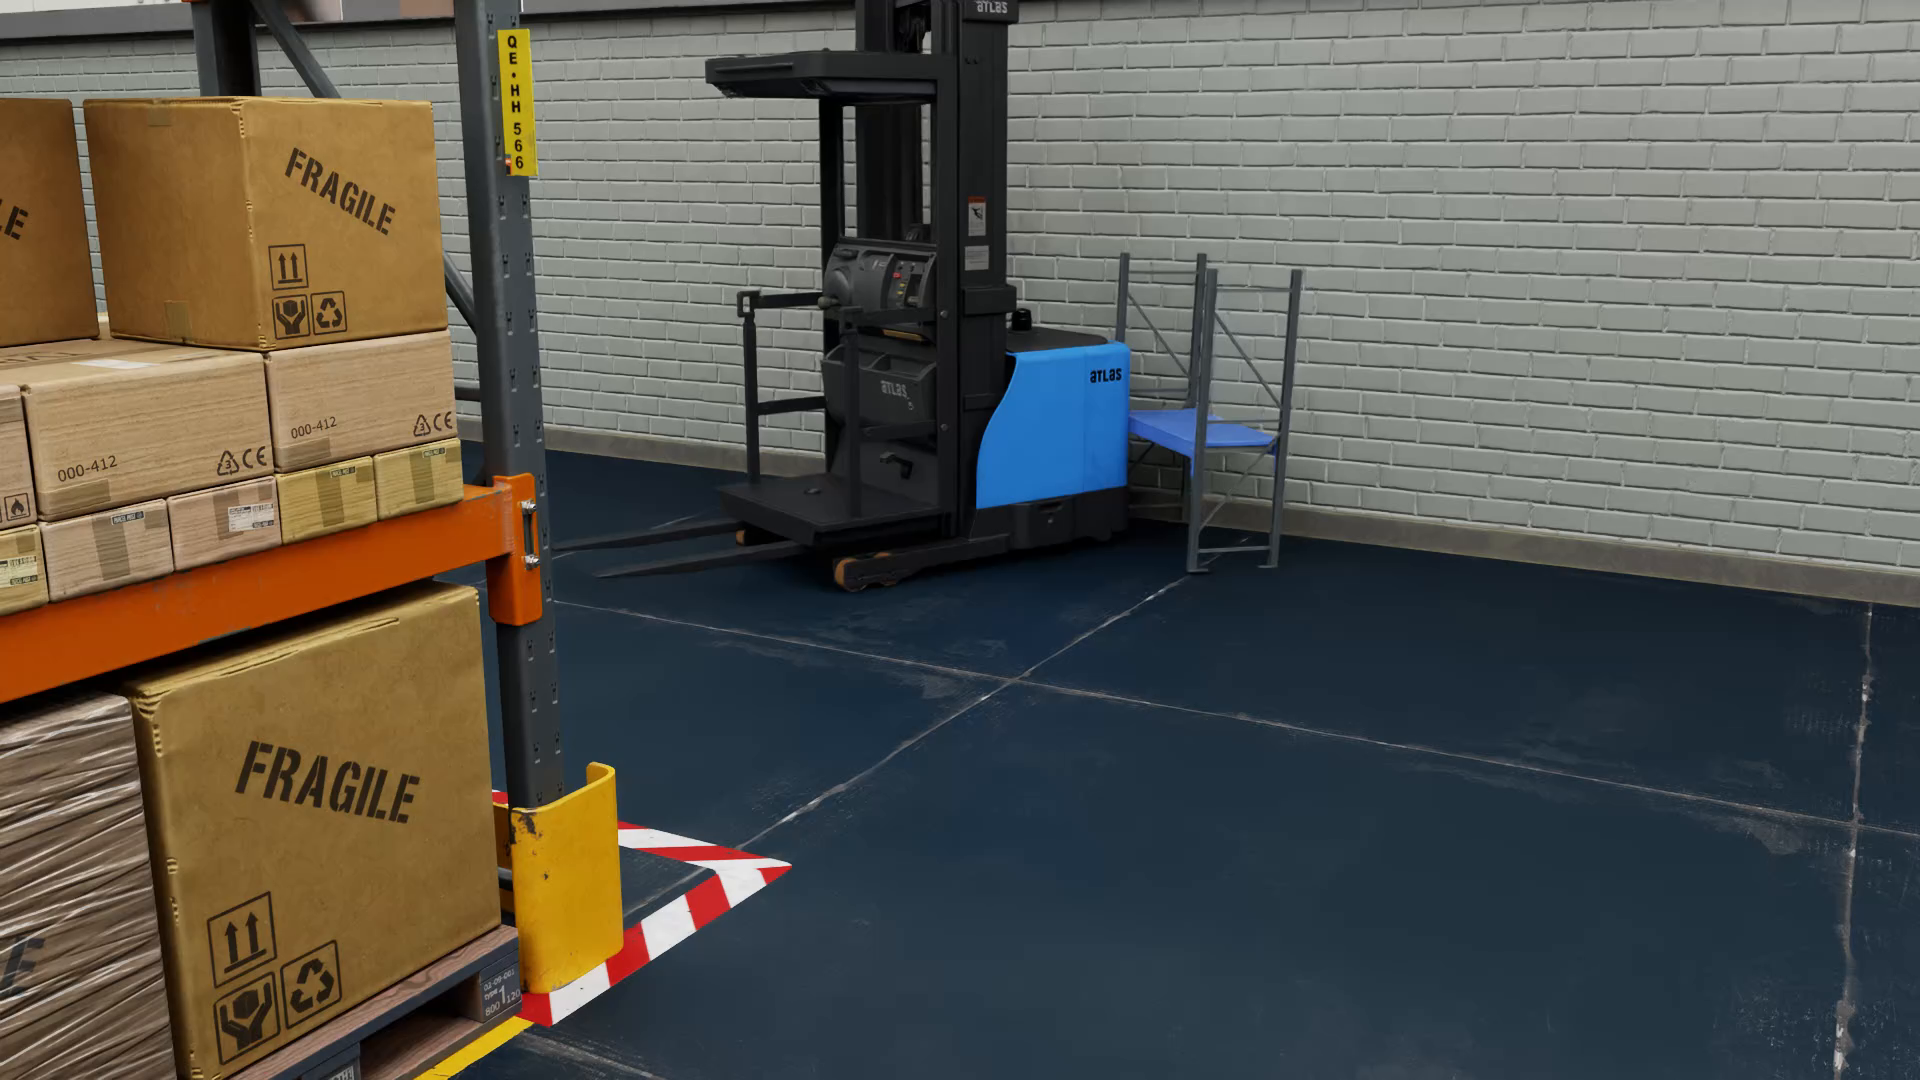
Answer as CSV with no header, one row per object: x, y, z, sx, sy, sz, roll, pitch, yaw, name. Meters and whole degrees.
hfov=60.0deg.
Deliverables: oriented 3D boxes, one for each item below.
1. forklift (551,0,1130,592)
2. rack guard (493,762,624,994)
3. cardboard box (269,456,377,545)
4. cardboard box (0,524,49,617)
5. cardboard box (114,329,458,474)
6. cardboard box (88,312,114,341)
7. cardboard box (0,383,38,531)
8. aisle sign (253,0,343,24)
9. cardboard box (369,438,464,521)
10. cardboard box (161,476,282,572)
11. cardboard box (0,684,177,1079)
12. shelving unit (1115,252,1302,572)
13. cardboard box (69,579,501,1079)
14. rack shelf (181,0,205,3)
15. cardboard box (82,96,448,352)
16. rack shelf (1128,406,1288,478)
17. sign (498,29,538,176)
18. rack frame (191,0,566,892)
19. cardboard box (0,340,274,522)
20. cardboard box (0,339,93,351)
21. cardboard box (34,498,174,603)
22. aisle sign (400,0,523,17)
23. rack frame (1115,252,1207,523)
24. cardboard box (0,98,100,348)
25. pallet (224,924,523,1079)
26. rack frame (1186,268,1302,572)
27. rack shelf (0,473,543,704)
-0.579,-1.313,8.226,3.031,2.935,1.130,-10,17,-34,forklift
-1.478,0.818,4.576,1.175,0.500,0.348,7,15,28,rack guard
-1.498,-0.107,3.612,0.380,0.149,0.250,8,15,29,cardboard box
-1.866,0.049,2.964,0.380,0.149,0.250,7,15,27,cardboard box
-1.492,-0.335,3.708,0.500,0.250,0.500,7,15,27,cardboard box
-1.958,-0.397,3.963,0.500,0.250,0.500,7,15,27,cardboard box
-1.983,-0.126,2.843,0.500,0.250,0.500,7,15,26,cardboard box
-1.718,-1.705,4.160,0.394,0.787,0.004,7,15,28,aisle sign
-1.374,-0.160,3.834,0.380,0.149,0.250,8,16,29,cardboard box
-1.621,-0.055,3.398,0.380,0.149,0.250,7,15,28,cardboard box
-2.169,0.763,3.105,0.875,0.875,0.875,7,15,28,cardboard box
1.235,-0.700,8.672,0.538,1.500,1.048,-3,14,-19,shelving unit
-1.729,0.576,3.880,0.875,0.875,0.875,7,15,28,cardboard box
-2.457,-1.091,2.293,1.077,0.370,4.000,7,15,28,rack shelf
-1.495,-0.699,3.619,0.500,0.500,0.500,8,16,29,cardboard box
1.229,-0.525,8.715,0.538,0.185,1.000,-3,14,-19,rack shelf
-1.022,-1.006,3.832,0.100,0.325,0.005,7,15,28,sign
-1.490,-0.393,4.262,1.000,3.000,0.127,7,15,28,rack frame
-1.738,-0.231,3.277,0.500,0.250,0.500,7,15,27,cardboard box
-2.204,-0.289,3.518,0.500,0.250,0.500,7,15,27,cardboard box
-1.742,-0.004,3.186,0.380,0.149,0.250,8,16,29,cardboard box
-1.192,-1.637,3.878,0.394,0.787,0.004,7,15,28,aisle sign
1.073,-0.819,9.139,0.500,1.500,0.032,-3,14,-19,rack frame
-2.200,-0.658,3.450,0.500,0.500,0.500,7,15,27,cardboard box
-1.808,1.136,3.872,1.003,0.211,1.213,7,15,28,pallet
1.398,-0.581,8.206,0.500,1.500,0.032,-3,14,-19,rack frame
-2.457,0.367,2.645,1.077,0.370,4.000,7,15,28,rack shelf
